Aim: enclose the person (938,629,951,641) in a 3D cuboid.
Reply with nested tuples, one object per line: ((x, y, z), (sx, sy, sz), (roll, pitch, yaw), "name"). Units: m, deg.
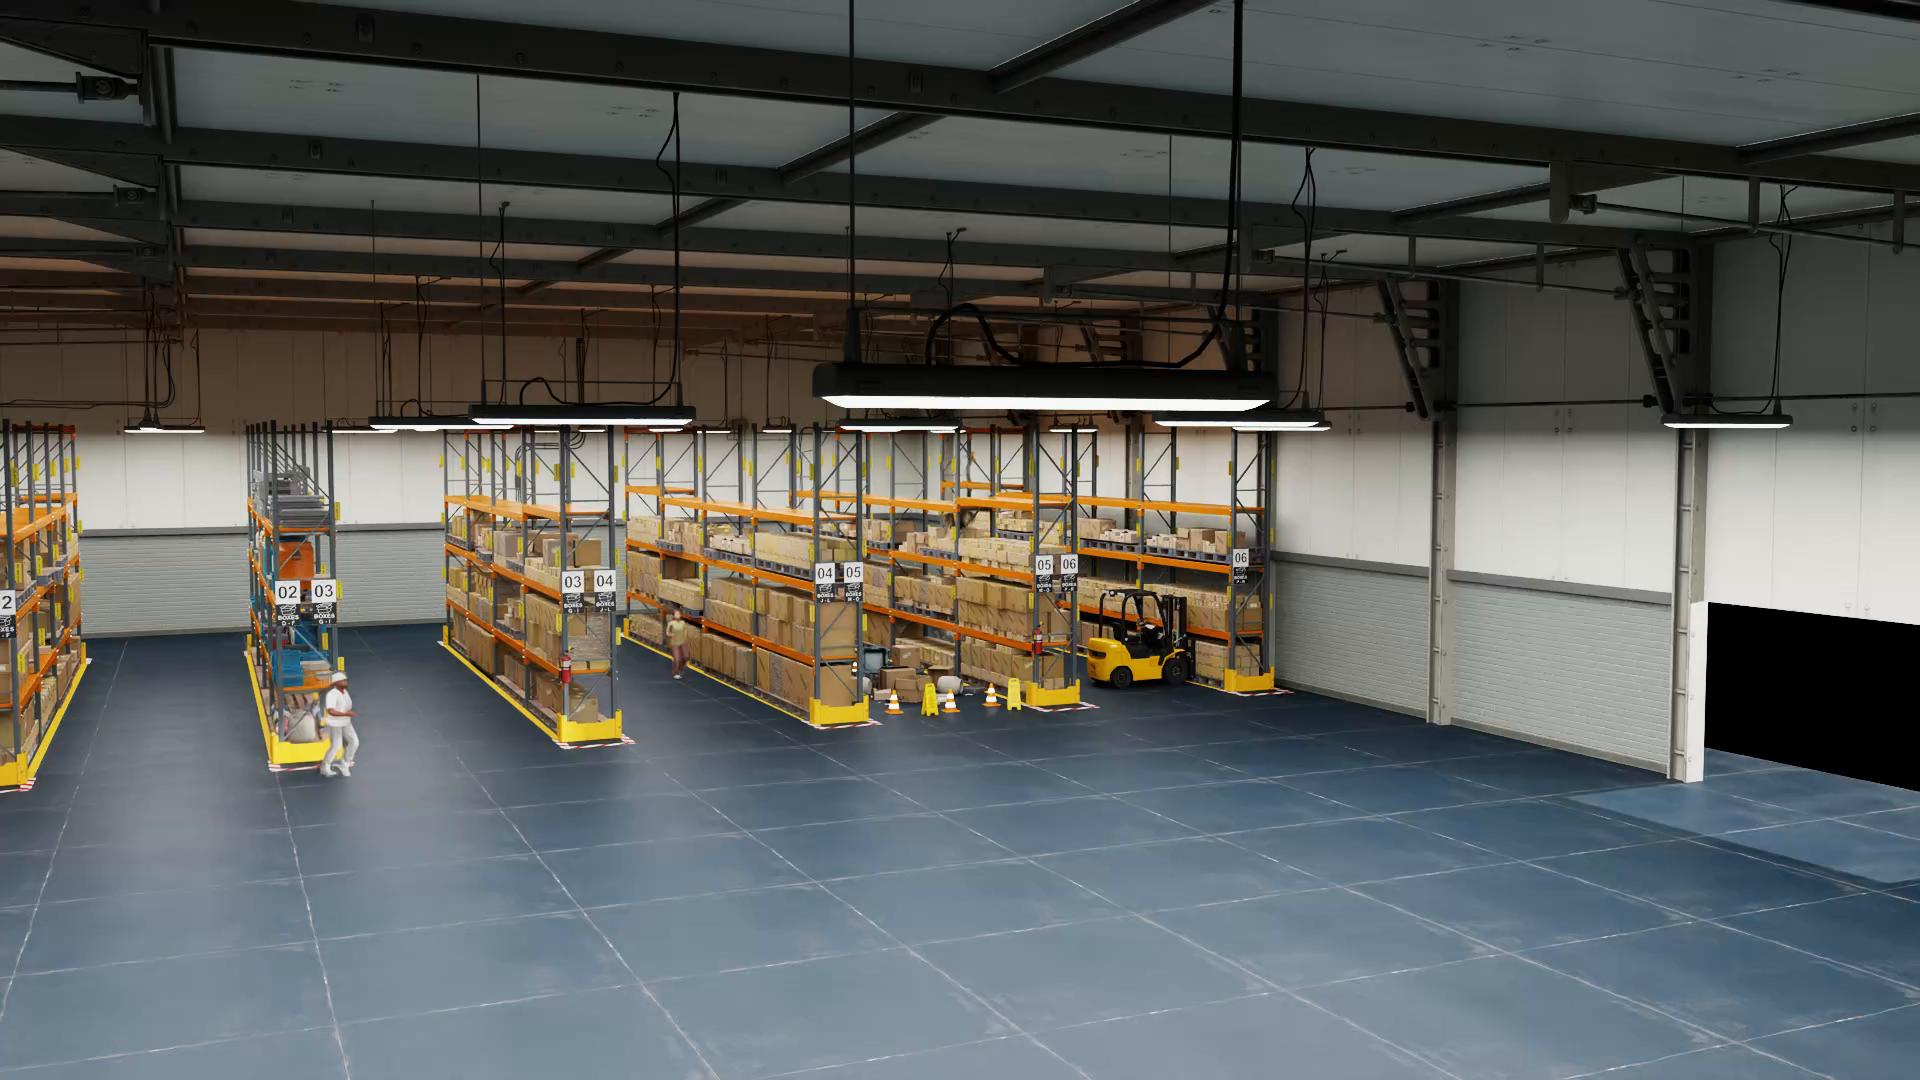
((-0.481, 1.986, 46.159), (0.605, 1.655, 0.909), (-2, 4, -35), "person")

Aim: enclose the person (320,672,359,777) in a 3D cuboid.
((-10.373, 3.122, 27.884), (0.728, 1.819, 0.725), (1, 4, 11), "person")

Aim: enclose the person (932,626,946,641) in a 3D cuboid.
((-0.602, 2.044, 44.950), (0.715, 1.731, 0.522), (-1, 4, -19), "person")

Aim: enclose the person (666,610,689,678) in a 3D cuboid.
((-6.604, 2.451, 39.072), (0.568, 1.628, 0.543), (-2, 4, -32), "person")
